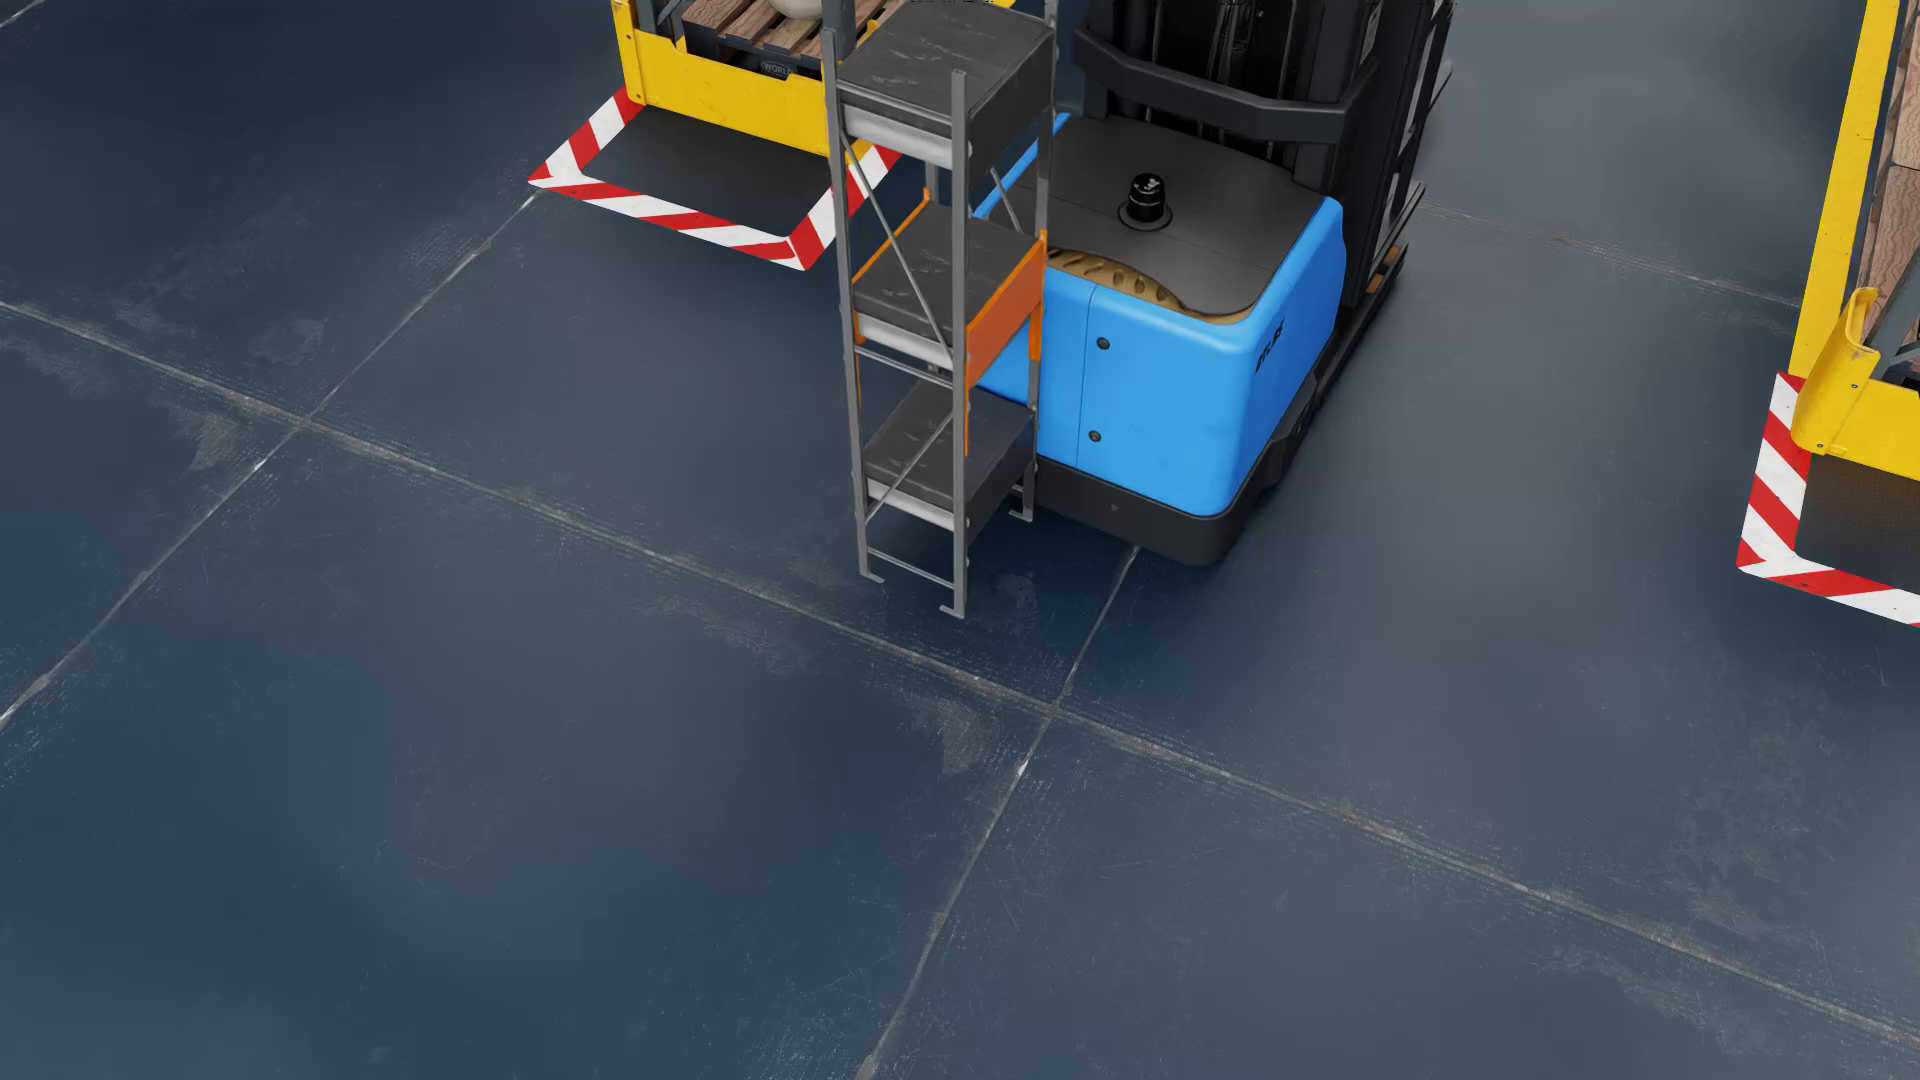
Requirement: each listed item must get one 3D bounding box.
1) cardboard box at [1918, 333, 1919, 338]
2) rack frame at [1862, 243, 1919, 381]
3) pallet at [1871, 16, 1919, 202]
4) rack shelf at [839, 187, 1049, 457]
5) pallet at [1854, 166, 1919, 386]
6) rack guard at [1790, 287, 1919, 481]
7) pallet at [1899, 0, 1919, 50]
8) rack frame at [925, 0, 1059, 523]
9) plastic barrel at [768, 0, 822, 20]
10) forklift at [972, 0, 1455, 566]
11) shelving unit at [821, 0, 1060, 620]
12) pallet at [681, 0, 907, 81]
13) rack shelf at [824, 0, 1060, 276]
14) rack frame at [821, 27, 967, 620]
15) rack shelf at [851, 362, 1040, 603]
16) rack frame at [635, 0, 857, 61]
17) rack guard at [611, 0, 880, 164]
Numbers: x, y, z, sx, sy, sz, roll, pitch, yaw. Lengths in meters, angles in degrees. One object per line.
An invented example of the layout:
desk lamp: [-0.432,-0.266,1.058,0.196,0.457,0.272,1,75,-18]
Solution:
cardboard box: [3.862,-0.945,5.950,0.500,0.500,0.500,29,55,22]
rack frame: [3.580,-1.195,4.797,1.000,3.000,0.127,20,52,16]
pallet: [4.514,-1.728,7.082,1.003,0.211,1.213,20,52,16]
rack shelf: [-0.042,-0.647,4.940,0.431,0.518,0.480,23,53,18]
pallet: [3.991,-0.891,6.370,1.003,0.211,1.213,20,52,16]
rack guard: [3.612,-0.437,5.793,1.175,0.500,0.348,20,52,16]
pallet: [5.034,-2.571,7.799,1.003,0.211,1.213,20,52,16]
rack frame: [0.077,-0.818,5.068,0.400,2.100,0.015,23,53,18]
plastic barrel: [-0.686,-2.614,7.363,0.421,0.512,0.421,0,50,0]
forklift: [1.112,-1.988,5.517,1.130,2.935,3.031,23,53,18]
shelving unit: [-0.042,-0.656,4.930,0.431,2.100,0.503,23,53,18]
pallet: [-0.557,-2.528,7.762,1.003,0.211,1.213,20,52,16]
rack shelf: [-0.042,-1.101,4.407,0.431,0.518,0.480,23,53,18]
rack frame: [-0.161,-0.494,4.792,0.400,2.100,0.015,23,53,18]
rack shelf: [-0.042,-0.194,5.473,0.431,0.518,0.480,23,53,18]
rack frame: [-0.899,-2.806,6.168,1.000,3.000,0.127,20,52,16]
rack guard: [-0.909,-2.064,7.178,1.175,0.500,0.348,20,52,16]
